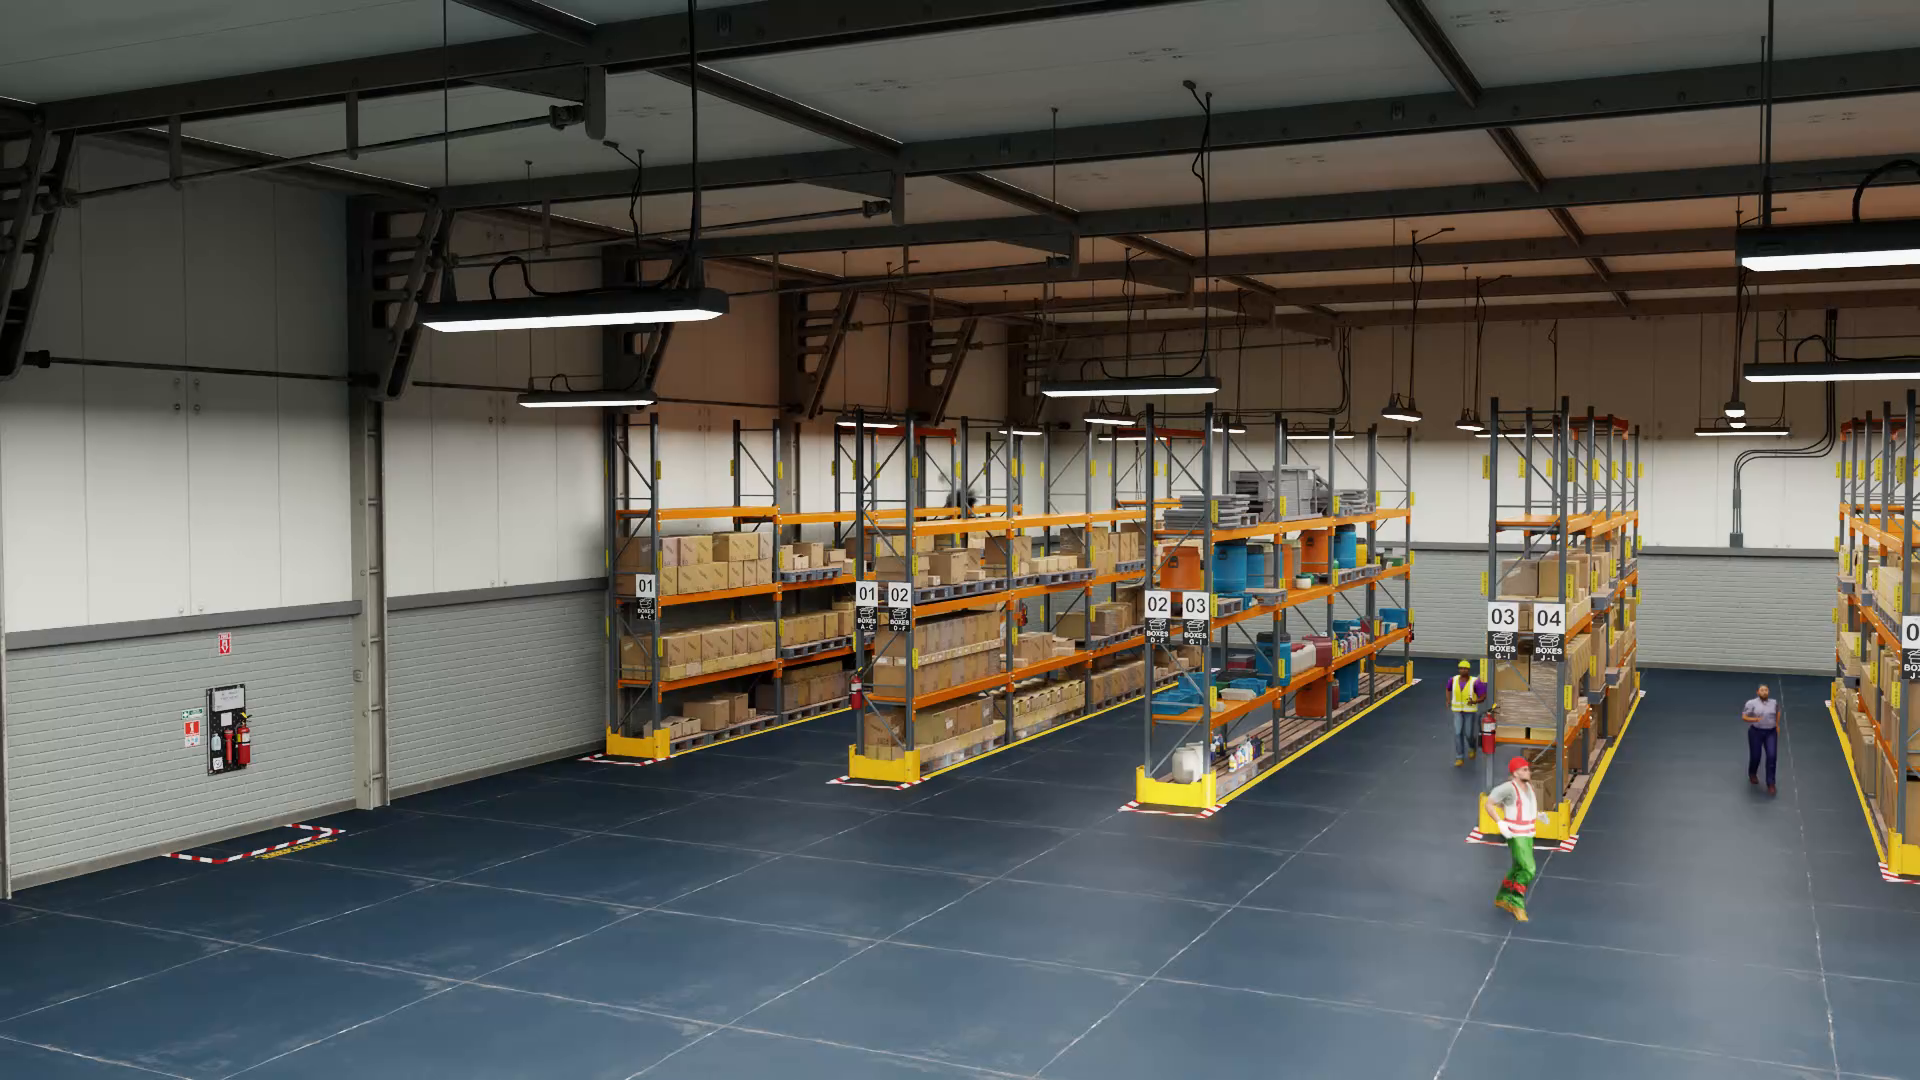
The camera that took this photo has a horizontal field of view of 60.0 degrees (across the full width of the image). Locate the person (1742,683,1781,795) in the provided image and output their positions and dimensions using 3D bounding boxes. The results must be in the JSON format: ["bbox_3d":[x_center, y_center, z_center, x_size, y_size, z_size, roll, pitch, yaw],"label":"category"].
[{"bbox_3d":[12.508,3.078,25.956,0.582,1.658,0.886,1,2,14],"label":"person"}]

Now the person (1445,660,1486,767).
[{"bbox_3d":[8.576,2.927,28.278,0.701,1.769,0.827,1,3,28],"label":"person"}]

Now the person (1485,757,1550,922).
[{"bbox_3d":[6.256,3.346,18.581,0.645,1.841,0.652,-2,3,-38],"label":"person"}]
